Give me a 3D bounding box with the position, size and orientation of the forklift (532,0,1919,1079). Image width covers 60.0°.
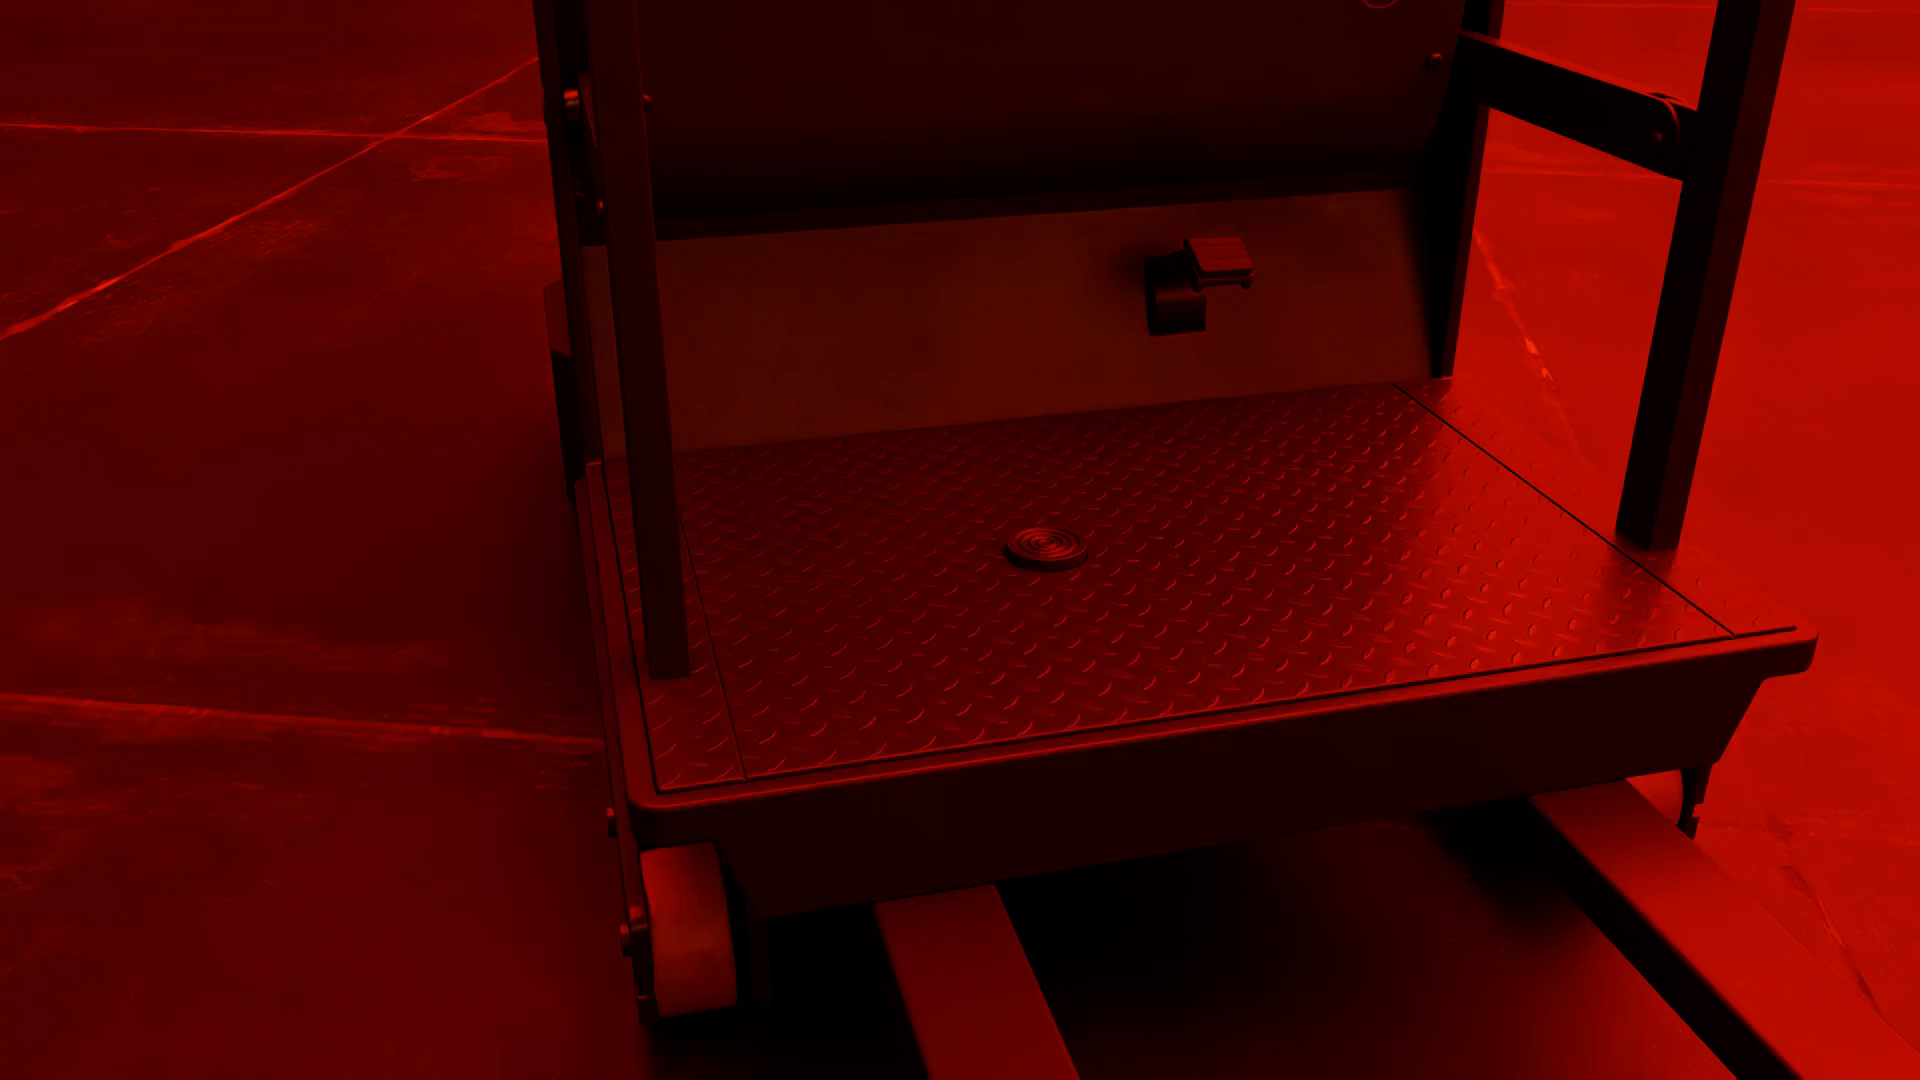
[{"bbox_3d":[0.153,-1.049,1.319,1.130,2.935,3.031,-7,27,-13],"label":"forklift"}]
